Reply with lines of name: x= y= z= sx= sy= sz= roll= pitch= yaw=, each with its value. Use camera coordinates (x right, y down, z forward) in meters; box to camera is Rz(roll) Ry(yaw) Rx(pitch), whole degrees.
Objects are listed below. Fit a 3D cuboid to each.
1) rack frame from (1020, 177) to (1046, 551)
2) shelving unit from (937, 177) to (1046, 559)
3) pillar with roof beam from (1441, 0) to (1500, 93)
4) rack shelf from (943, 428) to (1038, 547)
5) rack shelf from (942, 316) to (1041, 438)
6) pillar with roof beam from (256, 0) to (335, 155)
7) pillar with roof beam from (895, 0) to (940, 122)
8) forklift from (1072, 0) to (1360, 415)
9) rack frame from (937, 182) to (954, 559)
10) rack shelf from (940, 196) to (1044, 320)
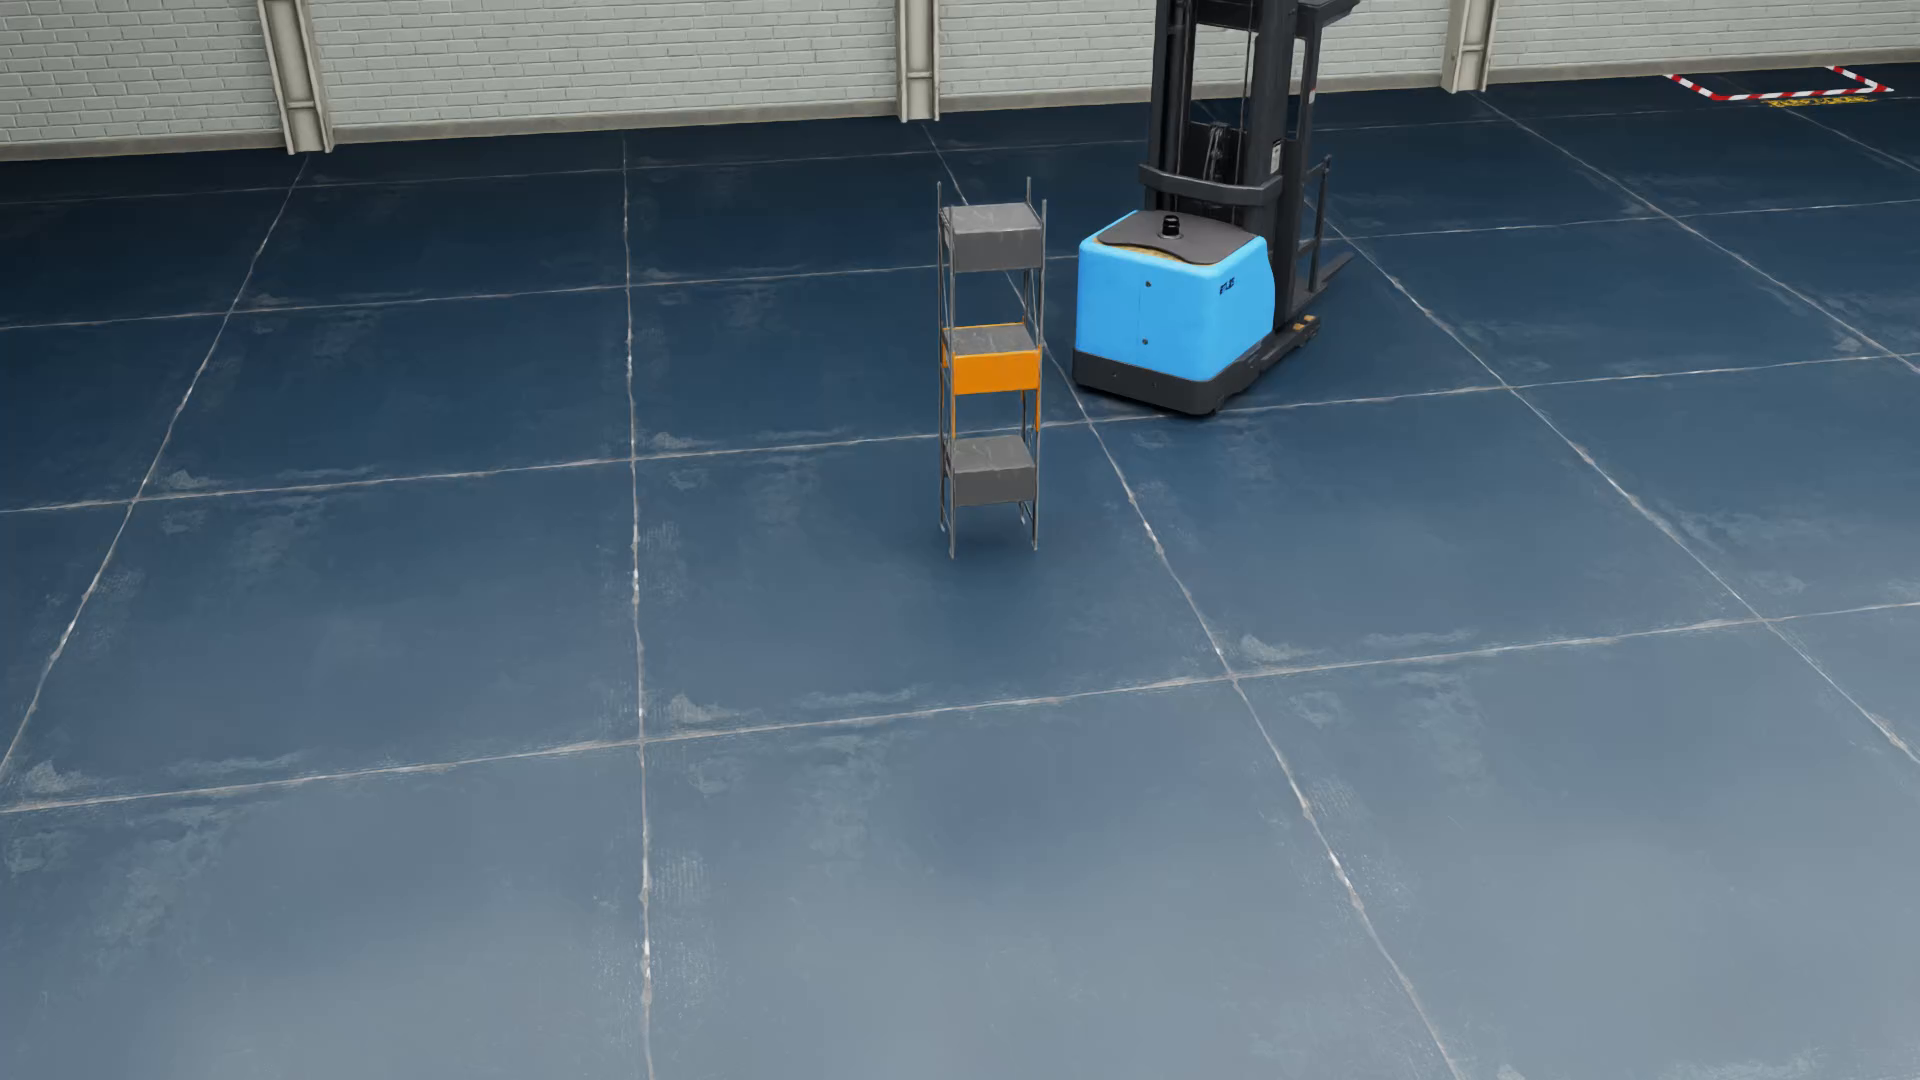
rack frame: x=0.403 y=-0.943 z=9.281 sx=0.015 sy=2.100 sz=0.400 roll=-5 pitch=31 yaw=-9
shelving unit: x=0.163 y=-0.920 z=9.243 sx=0.503 sy=2.100 sz=0.431 roll=-5 pitch=31 yaw=-9
pillar with roof beam: x=6.247 y=-6.649 z=12.180 sx=0.400 sy=9.000 sz=9.100 roll=-5 pitch=31 yaw=-9
rack shelf: x=0.163 y=-0.305 z=9.605 sx=0.480 sy=0.518 sz=0.431 roll=-5 pitch=31 yaw=-9
rack shelf: x=0.163 y=-0.908 z=9.250 sx=0.480 sy=0.518 sz=0.431 roll=-5 pitch=31 yaw=-9
pillar with roof beam: x=-5.557 y=-5.553 z=10.316 sx=0.400 sy=9.000 sz=9.100 roll=-5 pitch=31 yaw=-9
pillar with roof beam: x=0.345 y=-6.101 z=11.248 sx=0.400 sy=9.000 sz=9.100 roll=-5 pitch=31 yaw=-9
forklift: x=2.008 y=-2.797 z=11.614 sx=1.130 sy=2.935 sz=3.031 roll=19 pitch=35 yaw=28
rack frame: x=-0.077 y=-0.898 z=9.206 sx=0.015 sy=2.100 sz=0.400 roll=-5 pitch=31 yaw=-9
rack shelf: x=0.163 y=-1.512 z=8.896 sx=0.480 sy=0.518 sz=0.431 roll=-5 pitch=31 yaw=-9
